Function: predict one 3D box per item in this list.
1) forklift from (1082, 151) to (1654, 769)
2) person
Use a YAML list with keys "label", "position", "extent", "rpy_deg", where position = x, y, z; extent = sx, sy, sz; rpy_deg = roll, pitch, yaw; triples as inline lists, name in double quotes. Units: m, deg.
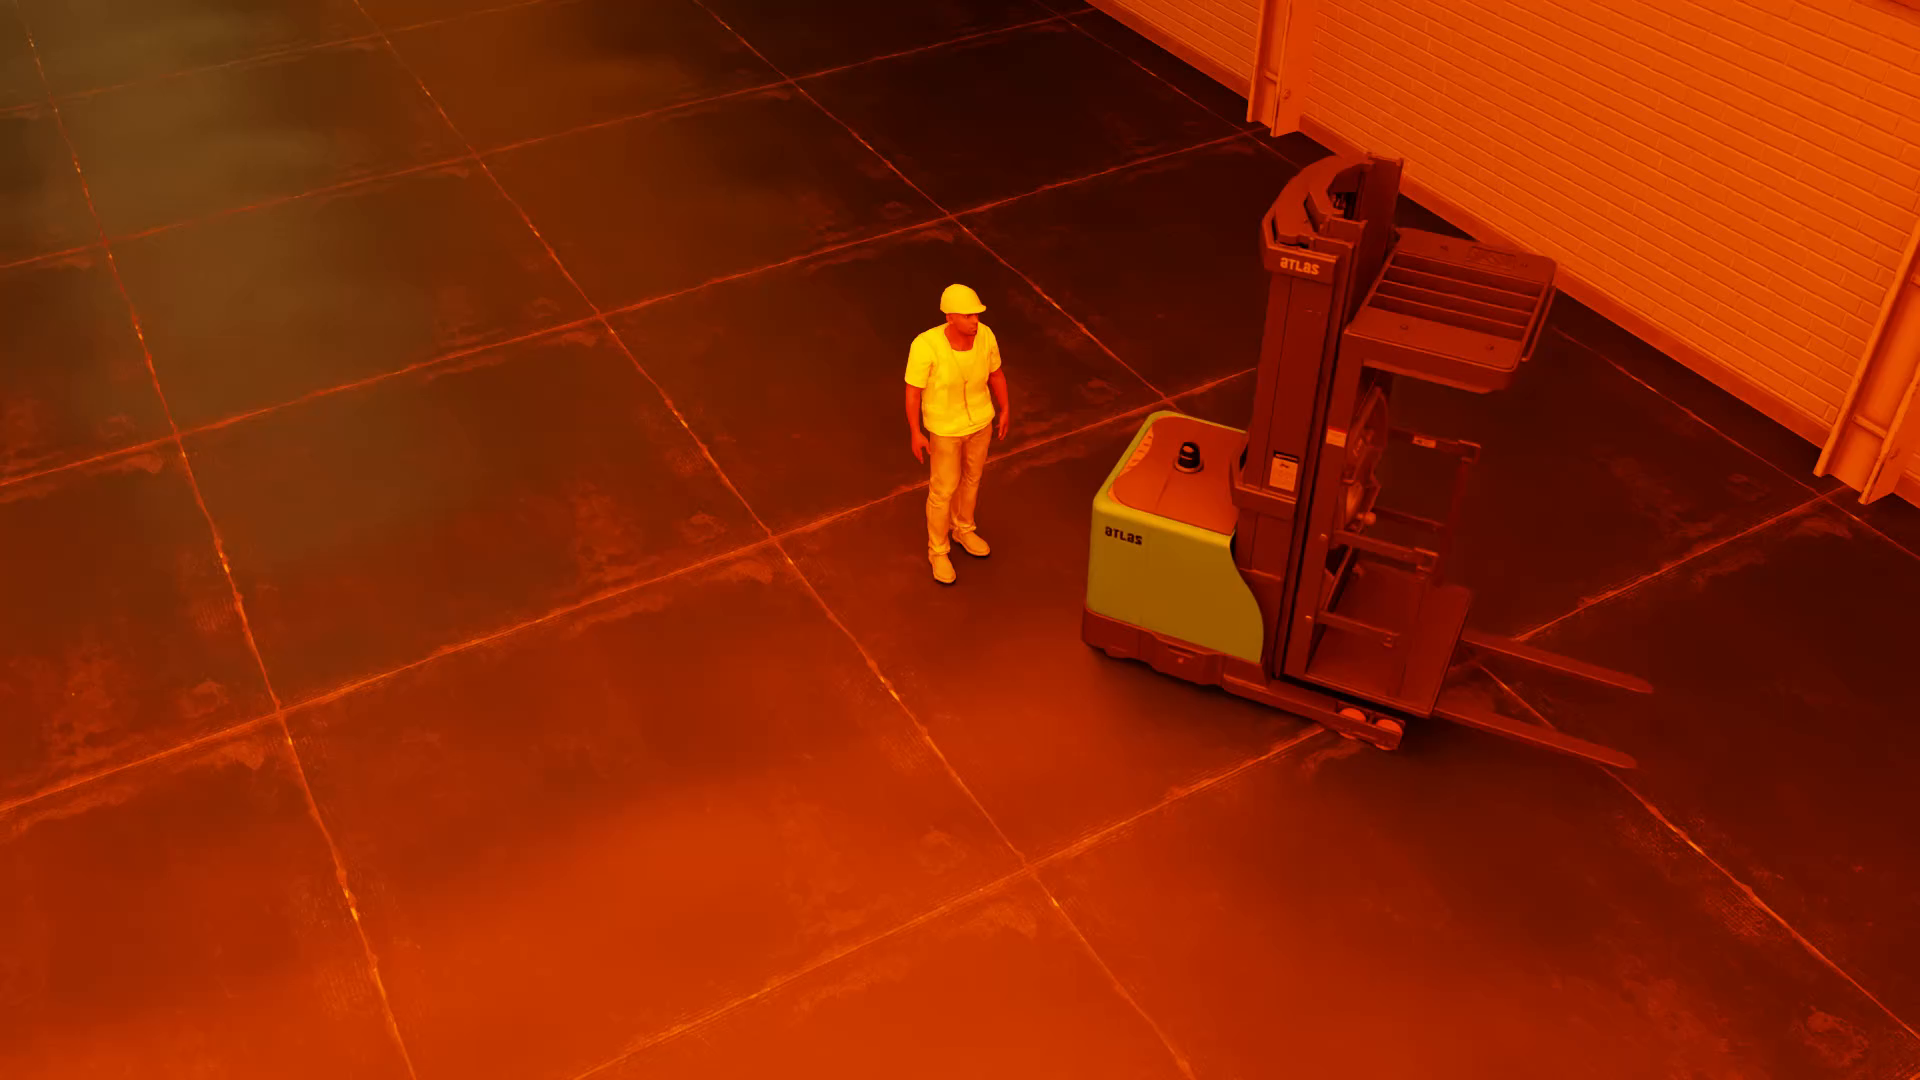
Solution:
- label: "forklift"
  position: [2.257, -0.386, 8.501]
  extent: [3.031, 2.935, 1.130]
  rpy_deg: [17, 43, 19]
- label: "person"
  position: [0.031, -0.645, 9.715]
  extent: [0.666, 1.768, 0.575]
  rpy_deg: [-20, 44, -23]
